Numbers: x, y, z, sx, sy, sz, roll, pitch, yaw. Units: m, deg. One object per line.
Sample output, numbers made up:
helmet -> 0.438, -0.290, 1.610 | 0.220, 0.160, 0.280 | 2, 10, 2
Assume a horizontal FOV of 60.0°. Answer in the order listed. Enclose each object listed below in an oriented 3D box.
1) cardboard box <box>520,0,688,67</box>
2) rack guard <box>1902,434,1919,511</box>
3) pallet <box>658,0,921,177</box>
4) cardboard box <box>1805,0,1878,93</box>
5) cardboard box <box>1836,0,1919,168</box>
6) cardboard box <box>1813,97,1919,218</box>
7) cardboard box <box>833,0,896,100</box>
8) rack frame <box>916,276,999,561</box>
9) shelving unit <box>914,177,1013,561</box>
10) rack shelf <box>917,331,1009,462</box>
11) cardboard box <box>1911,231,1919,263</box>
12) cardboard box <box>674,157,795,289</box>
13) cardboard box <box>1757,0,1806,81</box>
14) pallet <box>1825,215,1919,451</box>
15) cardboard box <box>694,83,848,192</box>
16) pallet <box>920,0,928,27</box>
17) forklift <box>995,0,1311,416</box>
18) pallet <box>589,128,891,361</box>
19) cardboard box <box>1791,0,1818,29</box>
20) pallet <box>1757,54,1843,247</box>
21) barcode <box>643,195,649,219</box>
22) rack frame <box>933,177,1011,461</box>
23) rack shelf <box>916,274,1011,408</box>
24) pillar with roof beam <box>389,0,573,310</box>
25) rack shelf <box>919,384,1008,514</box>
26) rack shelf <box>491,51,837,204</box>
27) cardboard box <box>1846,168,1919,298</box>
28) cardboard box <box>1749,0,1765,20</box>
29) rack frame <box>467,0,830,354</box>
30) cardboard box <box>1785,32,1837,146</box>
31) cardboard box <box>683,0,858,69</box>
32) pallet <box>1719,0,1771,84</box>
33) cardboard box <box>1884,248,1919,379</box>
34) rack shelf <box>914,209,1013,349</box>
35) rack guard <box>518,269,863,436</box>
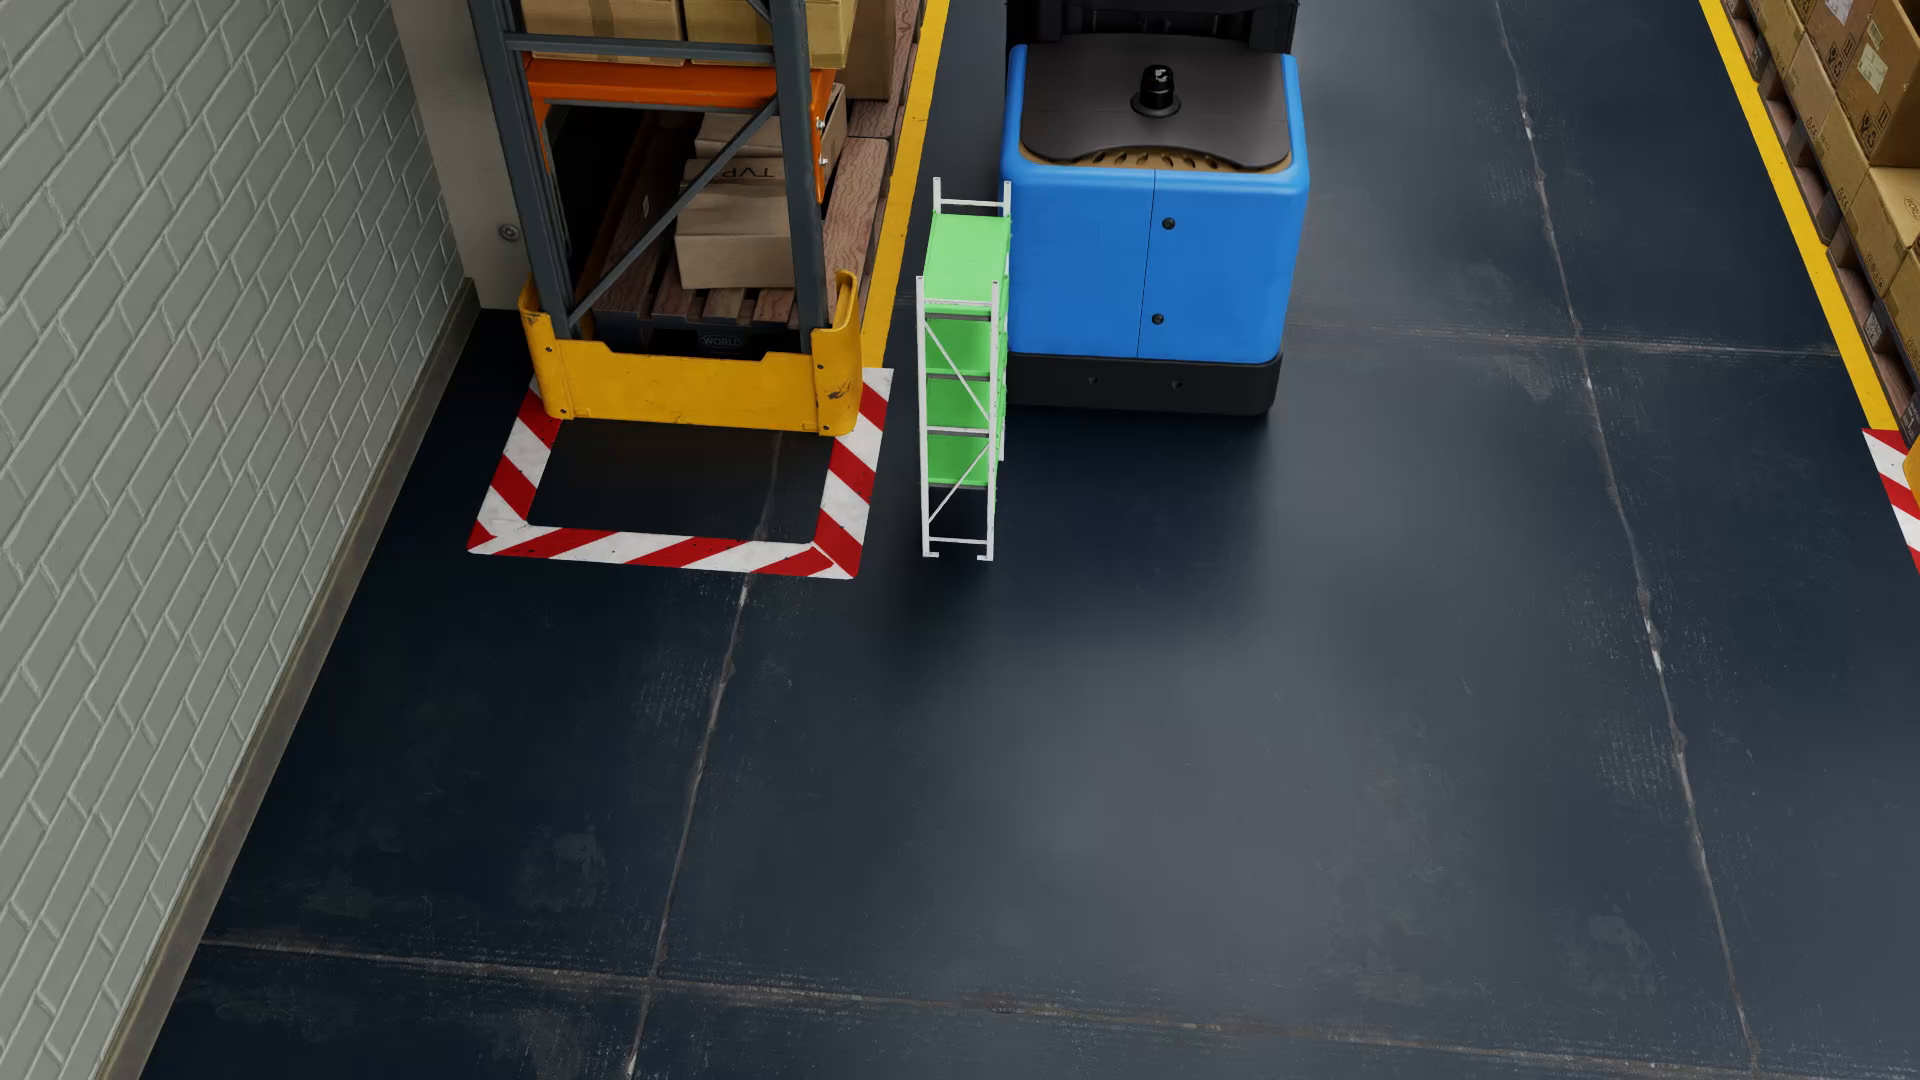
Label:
cardboard box -> -1.117, -1.811, 5.462 | 0.500, 0.250, 0.500 | 4, 48, 4
rack guard -> 3.965, -0.307, 5.692 | 1.175, 0.500, 0.348 | 4, 48, 4
pallet -> -0.736, -2.102, 7.529 | 1.003, 0.211, 1.213 | 4, 48, 4
cardboard box -> 3.843, -2.152, 6.756 | 0.500, 0.500, 0.500 | 4, 48, 4
cardboard box -> 3.796, -1.785, 6.420 | 0.500, 0.500, 0.500 | 4, 48, 4
cardboard box -> 3.799, -1.532, 6.697 | 0.500, 0.250, 0.500 | 4, 48, 4
cardboard box -> -0.645, -2.260, 7.181 | 0.700, 0.500, 0.500 | 1, 48, 1
rack frame -> -0.007, -0.347, 5.255 | 0.240, 1.200, 0.015 | 4, 48, 4
shelving unit -> 0.015, -0.527, 5.418 | 0.258, 1.200, 0.503 | 4, 48, 4
rack shelf -> 0.015, -0.483, 5.466 | 0.258, 0.148, 0.480 | 4, 48, 4
cardboard box -> 3.720, -1.049, 5.747 | 0.500, 0.500, 0.500 | 4, 48, 4
cardboard box -> -0.814, -1.242, 6.377 | 0.500, 0.311, 0.500 | -1, 48, -1
cardboard box -> 3.886, -2.267, 7.369 | 0.500, 0.250, 0.500 | 4, 48, 4
pallet -> 3.995, -0.792, 6.331 | 1.003, 0.211, 1.213 | 4, 48, 4
cardboard box -> -0.762, -1.661, 6.760 | 0.500, 0.311, 0.500 | 7, 48, 7
pallet -> -0.628, -3.001, 8.352 | 1.003, 0.211, 1.213 | 4, 48, 4
forklift -> 0.737, -2.531, 6.078 | 1.130, 2.935, 3.031 | 3, 48, 3
pallet -> -0.850, -1.208, 6.712 | 1.003, 0.211, 1.213 | 4, 48, 4
cardboard box -> 3.887, -2.520, 7.093 | 0.500, 0.500, 0.500 | 4, 48, 4
pallet -> 4.109, -1.686, 7.149 | 1.003, 0.211, 1.213 | 4, 48, 4
barcode -> -1.210, -1.285, 6.411 | 0.001, 0.075, 0.075 | 4, 48, 4
rack frame -> 0.037, -0.706, 5.582 | 0.240, 1.200, 0.015 | 4, 48, 4
rack shelf -> 0.015, -0.645, 5.289 | 0.258, 0.148, 0.480 | 4, 48, 4
pillar with roof beam -> 2.523, -3.806, 3.133 | 9.100, 9.000, 0.400 | 4, 48, 4
rack shelf -> 0.015, -0.321, 5.643 | 0.258, 0.148, 0.480 | 4, 48, 4
rack shelf -> -0.784, -2.725, 6.698 | 1.077, 0.370, 4.000 | 4, 48, 4
cardboard box -> 3.755, -1.164, 6.361 | 0.500, 0.250, 0.500 | 4, 48, 4
cardboard box -> 3.937, -2.634, 7.705 | 0.500, 0.250, 0.500 | 4, 48, 4
rack frame -> -0.966, -1.499, 5.088 | 1.000, 3.000, 0.127 | 4, 48, 4
cardboard box -> 3.847, -1.899, 7.033 | 0.500, 0.250, 0.500 | 4, 48, 4
cardboard box -> -0.606, -1.792, 5.444 | 0.500, 0.250, 0.500 | 3, 48, 2
pallet -> 4.218, -2.585, 7.971 | 1.003, 0.211, 1.213 | 4, 48, 4
cardboard box -> 3.722, -0.796, 6.024 | 0.500, 0.250, 0.500 | 4, 48, 4
rack shelf -> 0.015, -0.807, 5.111 | 0.258, 0.148, 0.480 | 4, 48, 4
rack guard -> -0.959, -0.711, 6.061 | 1.175, 0.500, 0.348 | 4, 48, 4
